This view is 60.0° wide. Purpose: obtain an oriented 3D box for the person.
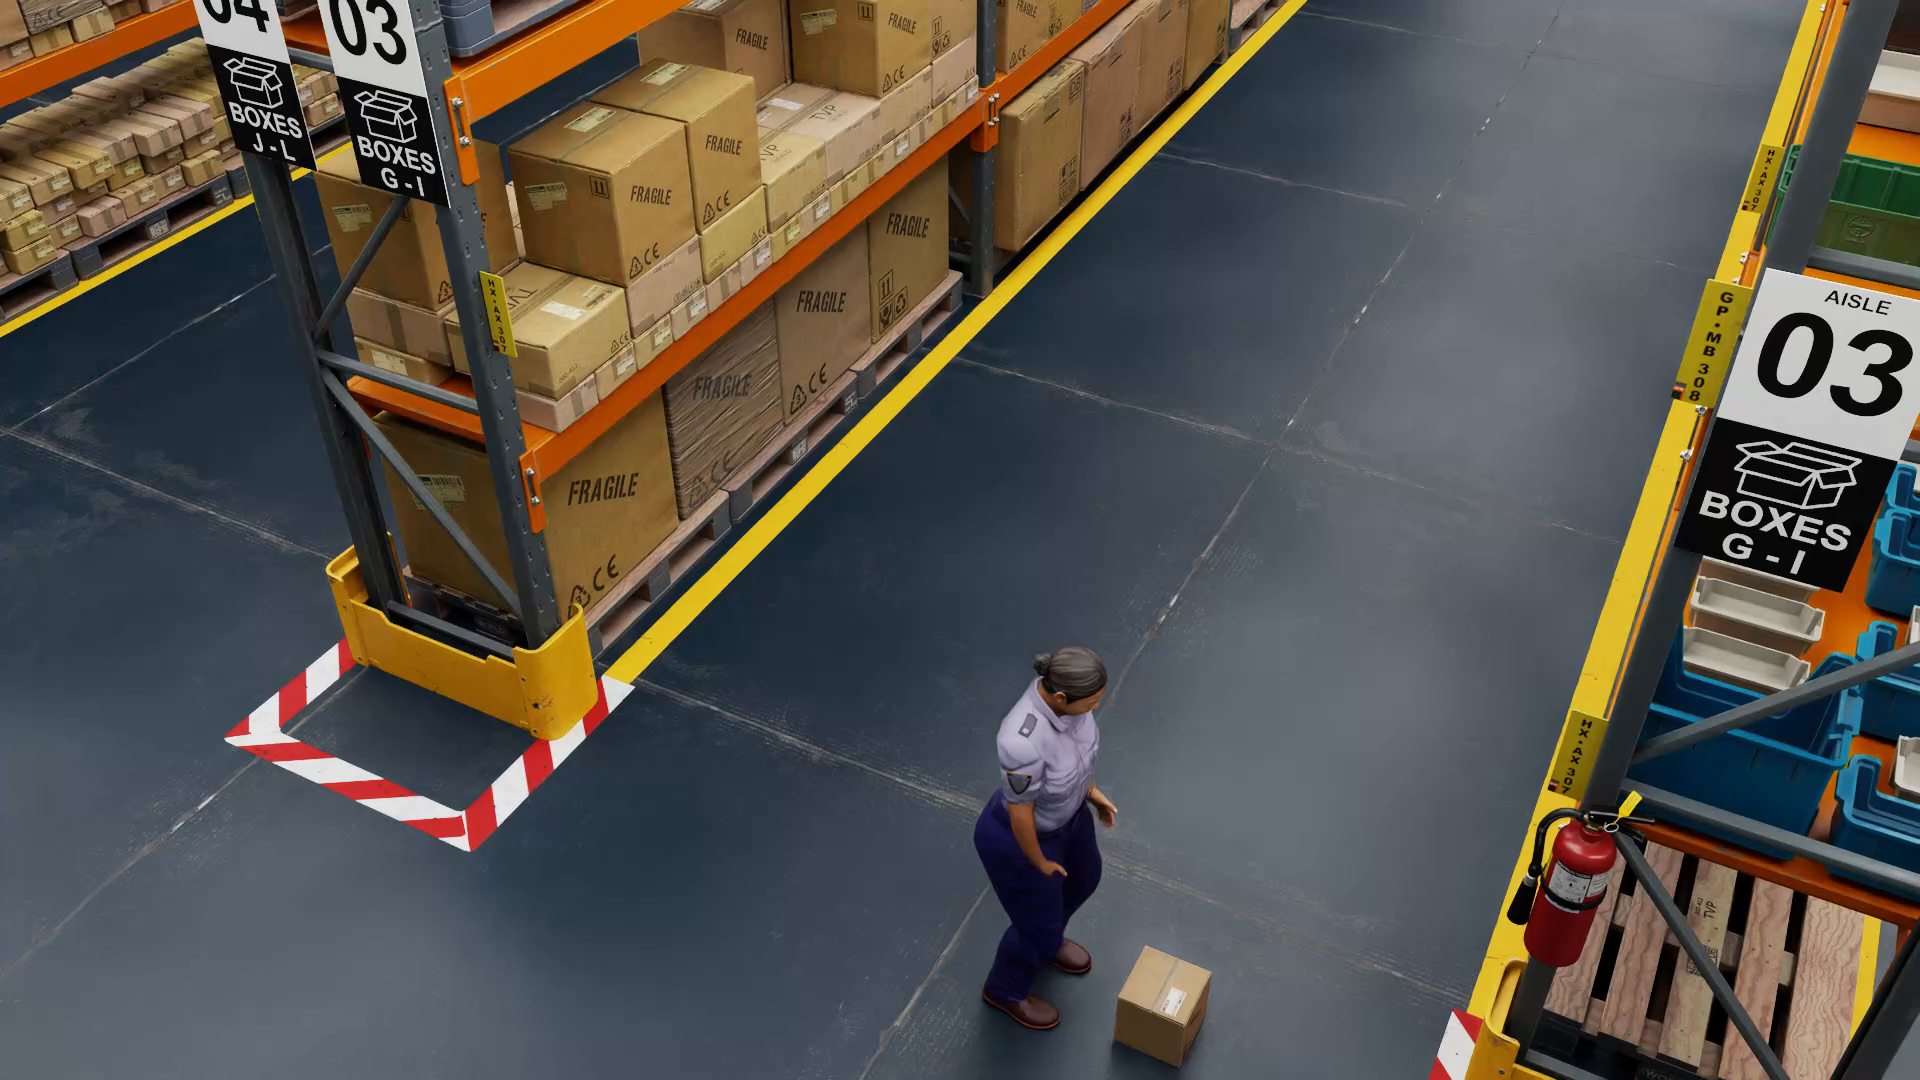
[{"bbox_3d":[0.284,0.953,5.586,0.384,1.615,0.493,19,42,22],"label":"person"}]
